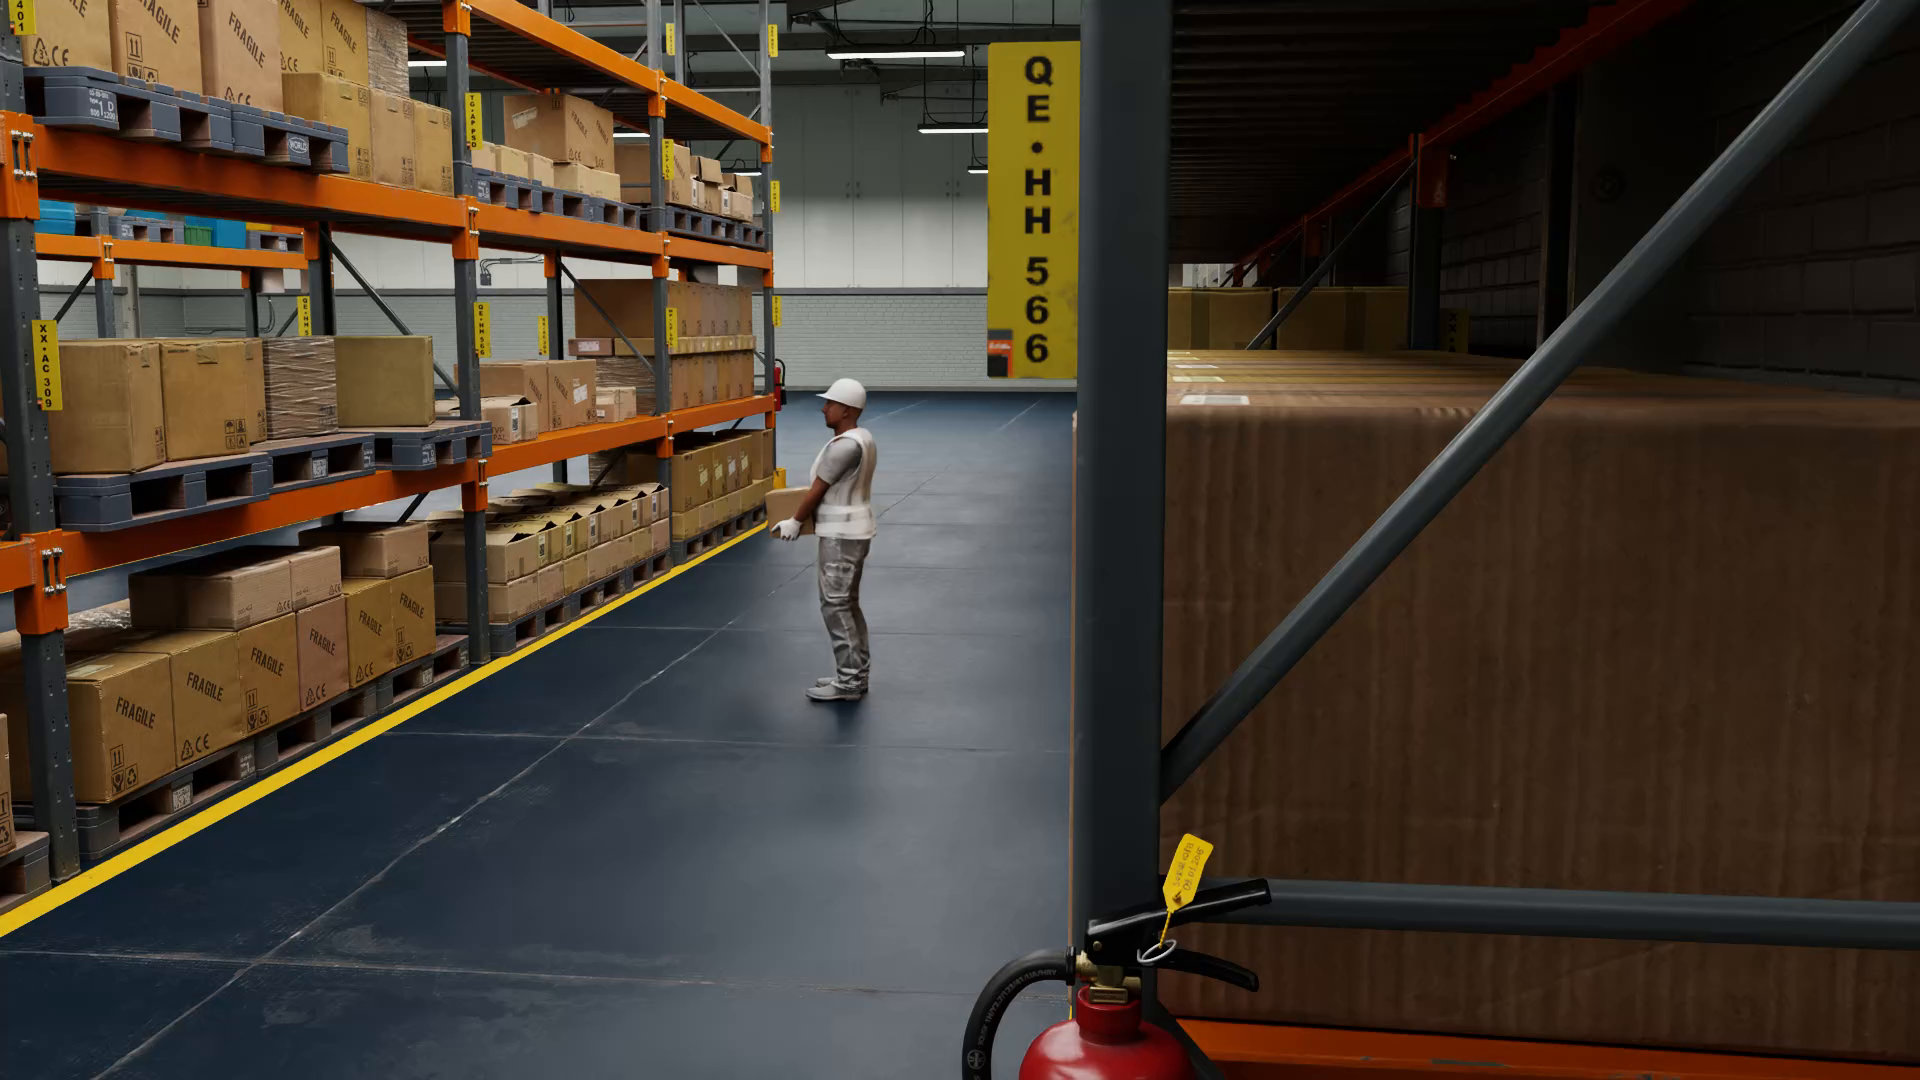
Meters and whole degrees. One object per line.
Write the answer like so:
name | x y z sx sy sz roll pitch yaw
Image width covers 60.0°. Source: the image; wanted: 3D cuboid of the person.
person | -0.751 -0.009 9.279 0.565 1.781 0.489 1 8 7
